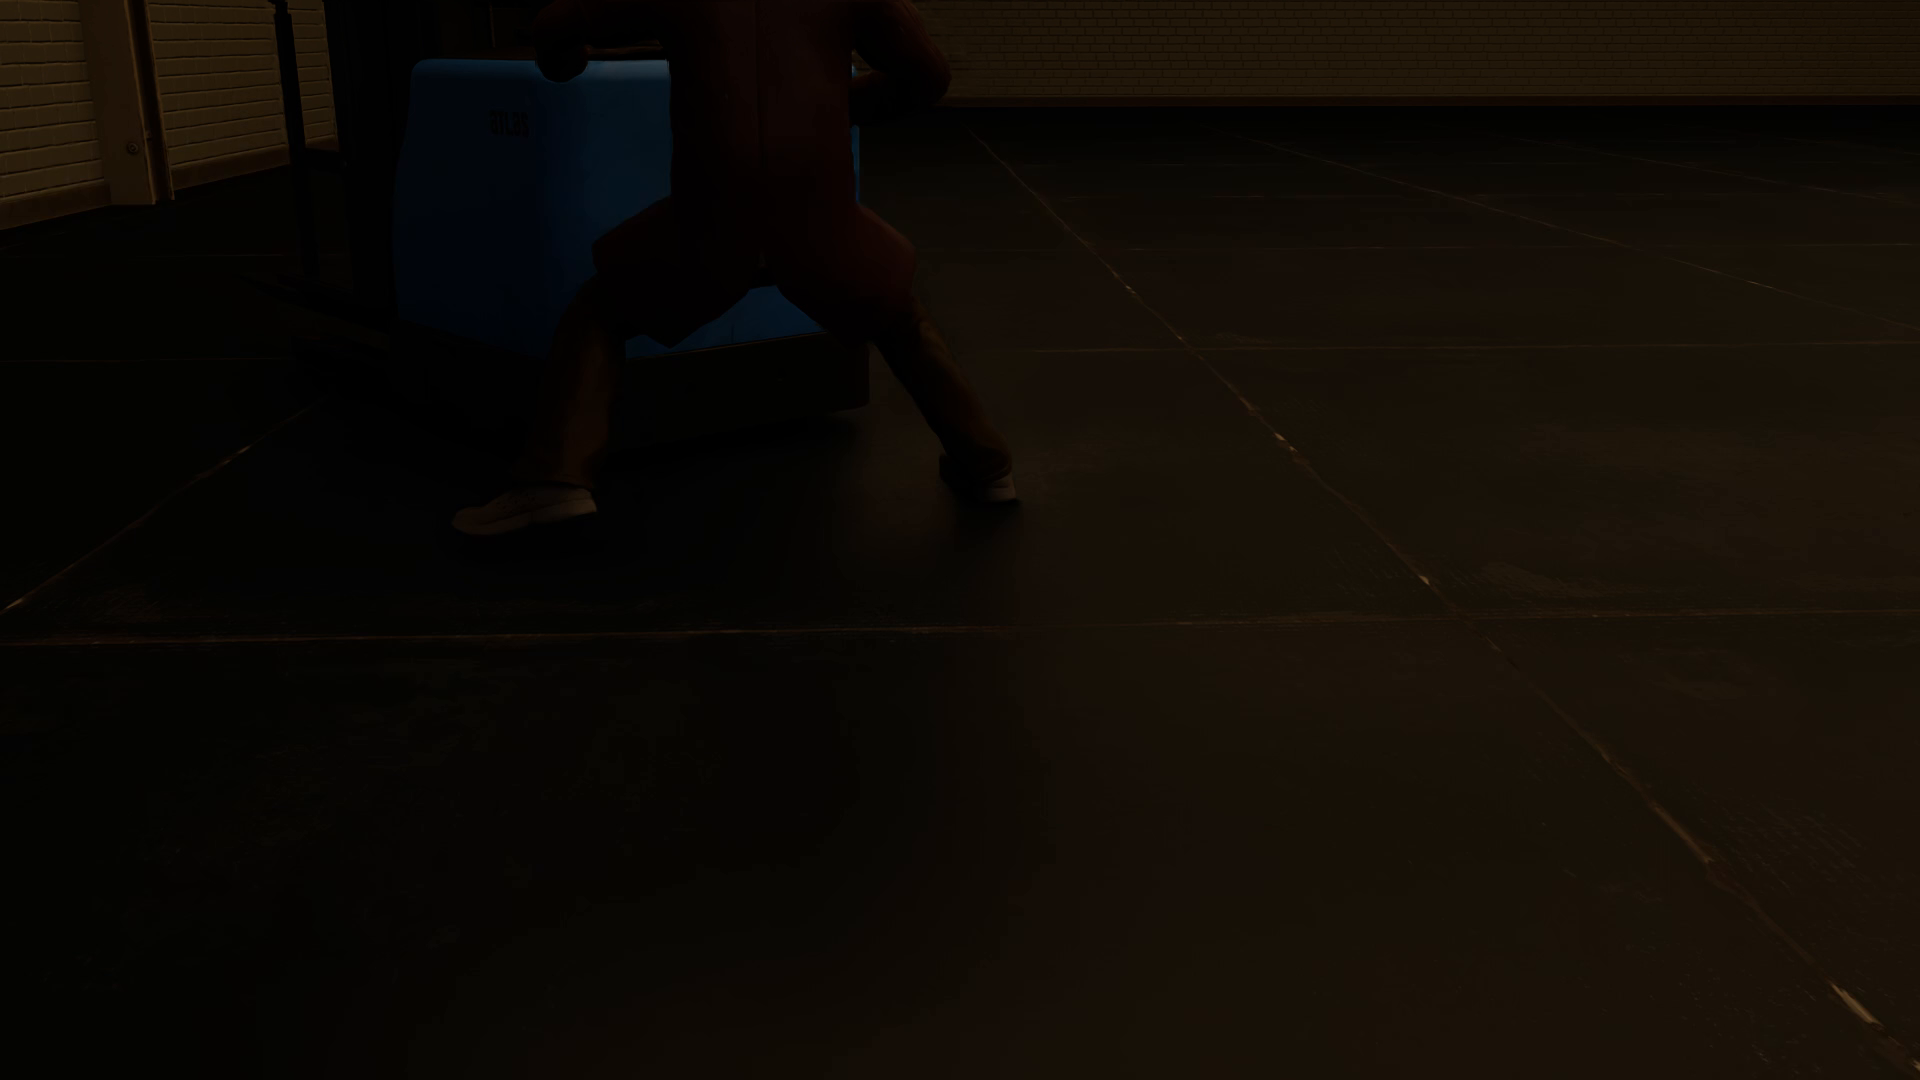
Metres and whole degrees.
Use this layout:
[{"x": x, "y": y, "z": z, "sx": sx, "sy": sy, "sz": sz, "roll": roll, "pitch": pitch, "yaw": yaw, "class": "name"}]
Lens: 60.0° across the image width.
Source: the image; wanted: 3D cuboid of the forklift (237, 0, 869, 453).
[{"x": -1.624, "y": -1.977, "z": 5.371, "sx": 1.130, "sy": 2.935, "sz": 3.031, "roll": -14, "pitch": 22, "yaw": -39, "class": "forklift"}]

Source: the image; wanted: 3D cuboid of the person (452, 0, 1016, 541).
[{"x": -0.520, "y": -0.797, "z": 3.888, "sx": 1.343, "sy": 1.540, "sz": 0.767, "roll": -1, "pitch": 17, "yaw": -5, "class": "person"}]
